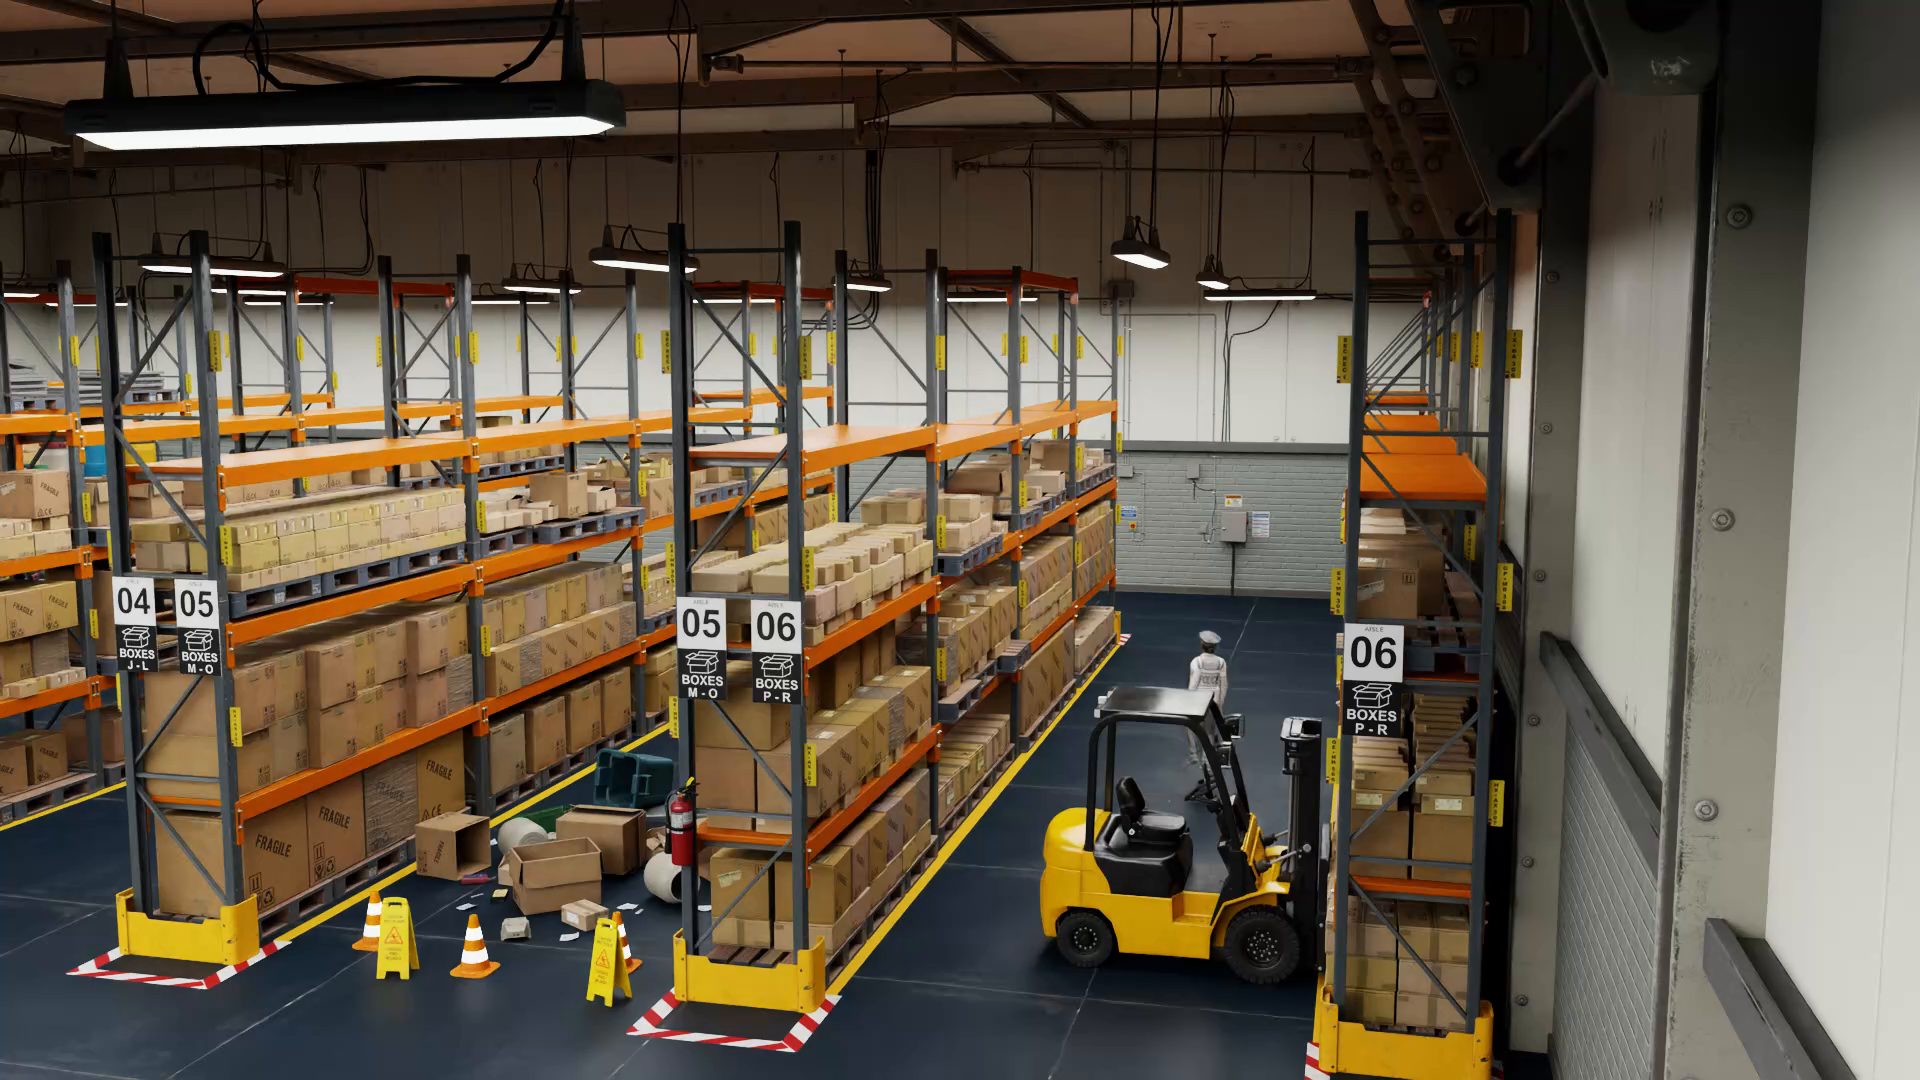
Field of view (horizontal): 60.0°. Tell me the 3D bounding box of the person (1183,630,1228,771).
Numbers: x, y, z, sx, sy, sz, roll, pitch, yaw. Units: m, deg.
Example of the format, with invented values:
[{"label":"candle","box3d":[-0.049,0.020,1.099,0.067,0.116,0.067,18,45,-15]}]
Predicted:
[{"label":"person","box3d":[2.812,1.841,18.922,0.474,1.612,0.643,0,7,3]}]
